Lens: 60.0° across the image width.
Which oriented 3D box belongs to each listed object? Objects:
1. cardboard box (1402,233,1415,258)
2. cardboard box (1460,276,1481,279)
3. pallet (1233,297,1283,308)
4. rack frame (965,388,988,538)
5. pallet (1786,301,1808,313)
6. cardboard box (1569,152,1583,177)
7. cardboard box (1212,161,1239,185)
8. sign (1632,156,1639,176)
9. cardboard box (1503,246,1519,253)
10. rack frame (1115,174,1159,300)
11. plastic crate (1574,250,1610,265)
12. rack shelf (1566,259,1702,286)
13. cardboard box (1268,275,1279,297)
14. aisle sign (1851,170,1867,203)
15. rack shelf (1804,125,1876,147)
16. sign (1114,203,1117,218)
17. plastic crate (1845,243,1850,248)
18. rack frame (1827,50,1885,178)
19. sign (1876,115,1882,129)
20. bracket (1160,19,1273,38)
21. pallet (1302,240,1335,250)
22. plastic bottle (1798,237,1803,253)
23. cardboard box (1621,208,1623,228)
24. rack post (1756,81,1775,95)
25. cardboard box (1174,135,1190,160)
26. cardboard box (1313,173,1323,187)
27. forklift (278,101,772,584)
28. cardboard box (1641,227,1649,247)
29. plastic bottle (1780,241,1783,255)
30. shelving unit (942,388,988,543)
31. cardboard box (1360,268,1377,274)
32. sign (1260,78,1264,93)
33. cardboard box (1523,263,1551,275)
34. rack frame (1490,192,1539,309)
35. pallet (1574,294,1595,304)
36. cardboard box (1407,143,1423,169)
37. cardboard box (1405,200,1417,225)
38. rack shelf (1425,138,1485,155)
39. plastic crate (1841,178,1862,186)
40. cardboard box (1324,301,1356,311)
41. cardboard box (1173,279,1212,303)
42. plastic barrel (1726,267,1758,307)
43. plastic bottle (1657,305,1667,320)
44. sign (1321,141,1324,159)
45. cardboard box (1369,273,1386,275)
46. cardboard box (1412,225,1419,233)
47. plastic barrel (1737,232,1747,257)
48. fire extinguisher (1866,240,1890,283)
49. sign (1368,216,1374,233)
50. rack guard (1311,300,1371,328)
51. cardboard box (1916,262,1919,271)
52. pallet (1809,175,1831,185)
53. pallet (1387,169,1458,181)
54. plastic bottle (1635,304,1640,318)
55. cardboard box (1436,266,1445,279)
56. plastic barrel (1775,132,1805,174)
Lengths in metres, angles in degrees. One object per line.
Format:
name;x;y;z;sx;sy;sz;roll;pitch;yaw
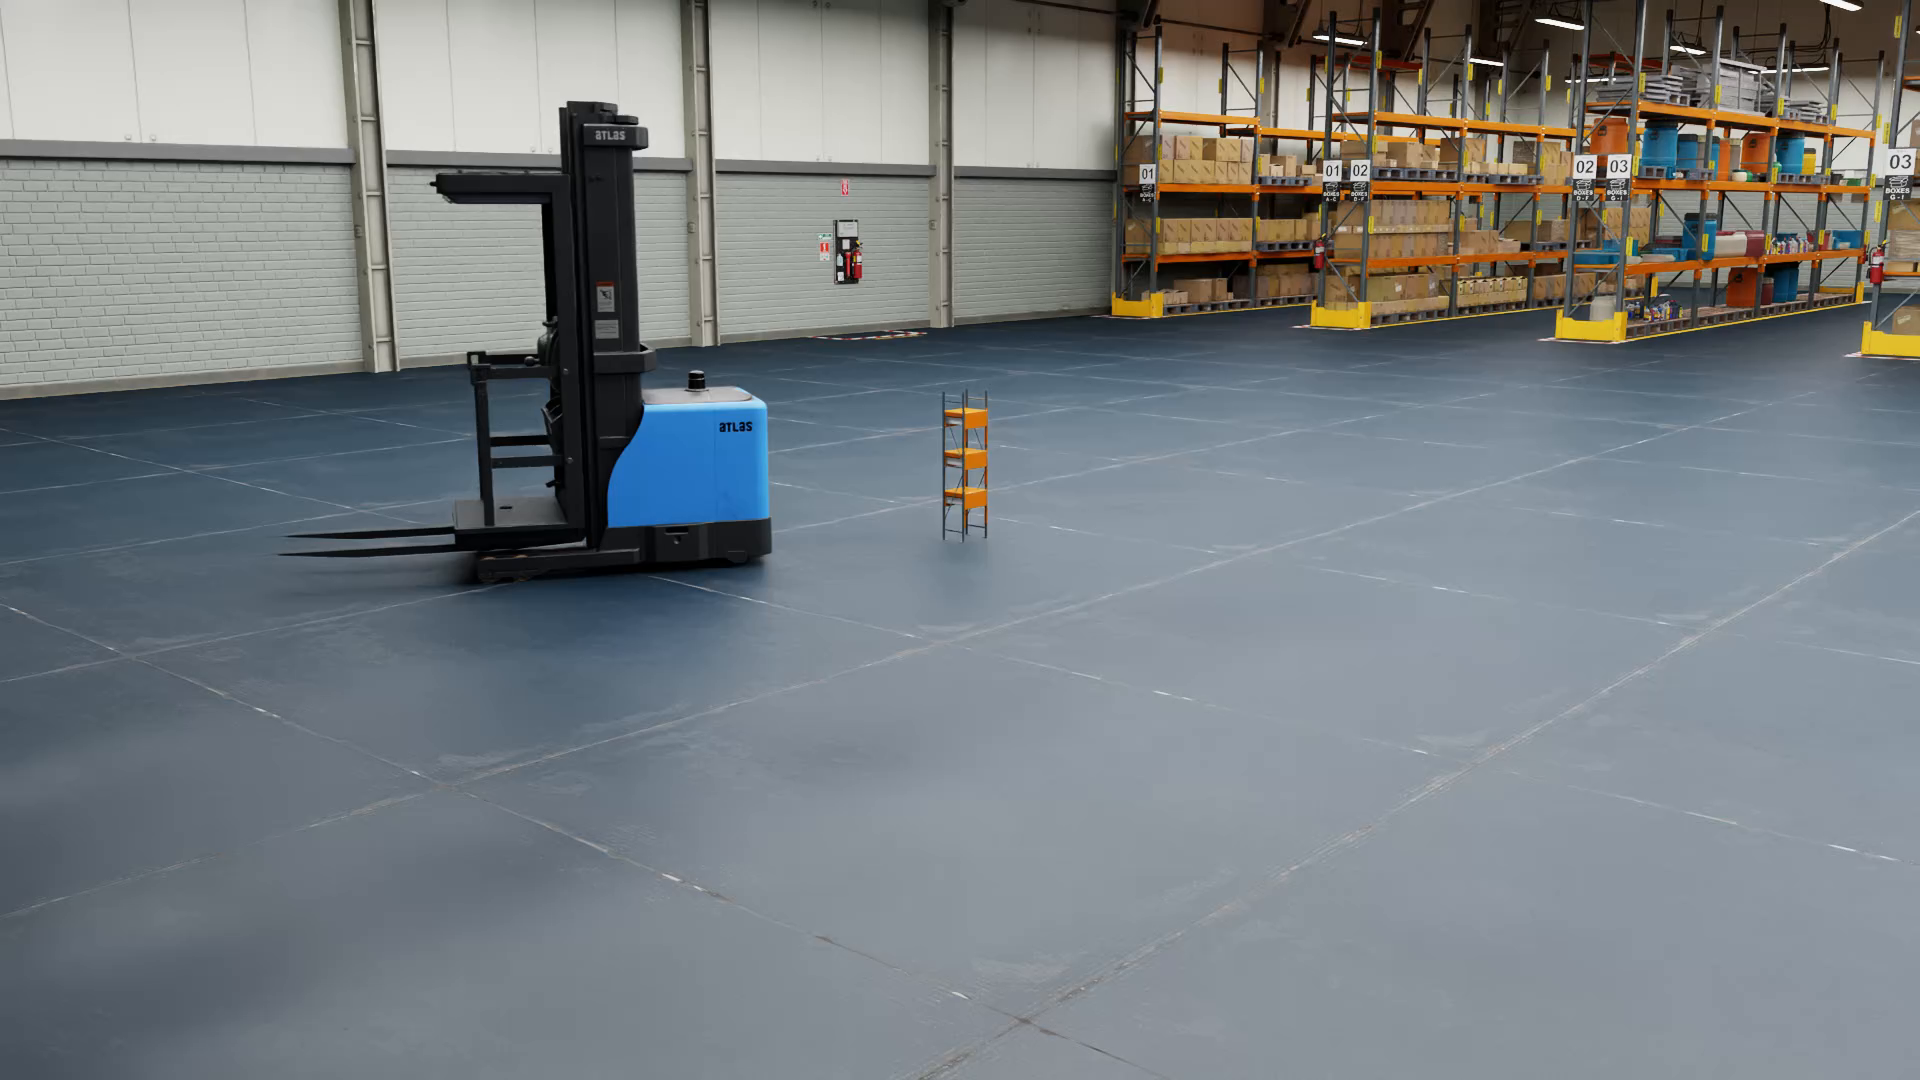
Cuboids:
cardboard box;8.849;-6.029;33.983;0.700;0.500;0.500;10;15;42
cardboard box;11.547;-5.802;37.619;0.500;0.311;0.500;9;15;39
pallet;6.941;-5.661;39.513;1.003;0.211;1.213;10;15;40
rack frame;0.116;-0.541;11.738;0.200;1.050;0.008;10;15;40
pallet;18.610;-5.334;37.877;1.003;0.211;1.213;10;15;40
cardboard box;14.621;-9.059;40.170;0.600;0.600;0.600;10;15;40
cardboard box;5.937;-8.264;37.464;0.500;0.500;0.500;8;14;36
sign;11.640;-6.447;28.652;0.100;0.325;0.005;10;15;40
cardboard box;12.406;-6.571;37.591;0.380;0.149;0.250;10;15;40
rack frame;3.788;-6.325;35.719;1.000;3.000;0.127;10;15;40
plastic crate;11.335;-5.083;29.883;0.499;0.251;0.616;10;15;40
rack shelf;12.550;-4.985;30.850;1.077;0.370;4.000;10;15;40
cardboard box;7.205;-6.096;39.833;0.700;0.500;0.500;9;15;39
aisle sign;22.059;-8.645;40.701;0.394;0.787;0.004;10;15;40
rack shelf;20.471;-9.497;39.141;1.077;0.370;4.000;10;15;40
sign;3.384;-7.122;35.949;0.100;0.325;0.005;10;15;40
plastic crate;21.389;-7.155;40.394;0.396;0.136;0.243;10;15;40
rack frame;21.791;-10.340;40.504;1.000;3.000;0.127;10;15;40
sign;22.215;-10.113;40.192;0.100;0.325;0.005;10;15;40
bracket;5.841;-11.641;37.828;0.076;0.066;4.783;10;15;40
pallet;8.678;-7.289;41.037;1.213;0.211;1.003;10;15;40
plastic bottle;18.790;-6.608;37.261;0.144;0.351;0.185;10;15;40
cardboard box;16.635;-8.174;42.171;0.500;0.500;0.500;9;15;39
rack post;16.951;-9.543;35.198;0.624;0.289;0.986;10;15;40
cardboard box;4.593;-8.437;35.779;0.500;0.500;0.500;10;15;40
cardboard box;8.796;-8.798;40.620;0.500;0.311;0.500;10;15;40
forklift;-2.812;-1.282;10.645;3.031;2.935;1.130;-3;12;-17
cardboard box;17.642;-7.910;43.401;0.500;0.500;0.500;10;15;41
plastic bottle;17.836;-6.350;36.141;0.061;0.283;0.133;10;15;40
shelving unit;0.035;-0.523;11.648;0.215;1.050;0.252;10;15;40
cardboard box;10.236;-6.873;42.879;0.750;0.750;0.750;10;15;40
sign;6.824;-10.279;37.614;0.100;0.325;0.005;10;15;40
cardboard box;13.939;-6.547;40.178;0.500;0.250;0.500;9;15;39
rack frame;12.792;-6.862;38.408;1.000;3.000;0.127;10;15;40
pallet;14.924;-5.958;41.004;1.003;0.211;1.213;10;15;40
cardboard box;8.970;-7.844;33.971;0.637;0.503;0.797;-10;15;-41
cardboard box;8.870;-6.671;33.885;0.700;0.500;0.500;10;15;40
rack shelf;13.029;-10.778;45.554;1.077;0.370;4.000;10;15;40
plastic crate;21.355;-8.583;39.907;0.450;0.188;0.336;10;15;40
cardboard box;7.643;-4.659;33.330;0.500;0.250;0.500;10;15;40
cardboard box;5.210;-5.590;37.300;0.700;0.500;0.500;9;14;37
plastic barrel;16.821;-5.437;35.742;0.600;0.830;0.708;10;15;40
plastic bottle;13.211;-4.281;31.319;0.152;0.276;0.135;10;15;41
sign;7.113;-7.623;32.504;0.100;0.325;0.005;10;15;40
cardboard box;8.622;-5.250;34.371;0.500;0.500;0.500;10;15;40
cardboard box;9.121;-6.347;33.917;0.380;0.149;0.250;10;15;42
plastic barrel;15.992;-6.097;34.292;0.421;0.512;0.421;0;11;0
fire extinguisher;14.528;-4.408;26.321;0.296;0.674;0.183;10;15;40
sign;7.924;-6.076;32.059;0.100;0.325;0.005;10;15;40
rack guard;7.495;-4.455;32.742;1.175;0.500;0.348;10;15;40
cardboard box;15.149;-4.386;26.652;0.380;0.149;0.250;10;15;40
pallet;18.707;-8.060;37.229;1.213;0.211;1.003;10;15;40
pallet;9.608;-7.572;34.531;1.003;0.211;1.213;10;15;40
plastic bottle;13.020;-4.408;31.966;0.097;0.271;0.097;0;11;0
cardboard box;12.954;-7.316;45.991;0.700;0.500;0.500;10;15;42
plastic barrel;18.139;-8.461;36.405;0.600;0.901;0.708;10;15;40
